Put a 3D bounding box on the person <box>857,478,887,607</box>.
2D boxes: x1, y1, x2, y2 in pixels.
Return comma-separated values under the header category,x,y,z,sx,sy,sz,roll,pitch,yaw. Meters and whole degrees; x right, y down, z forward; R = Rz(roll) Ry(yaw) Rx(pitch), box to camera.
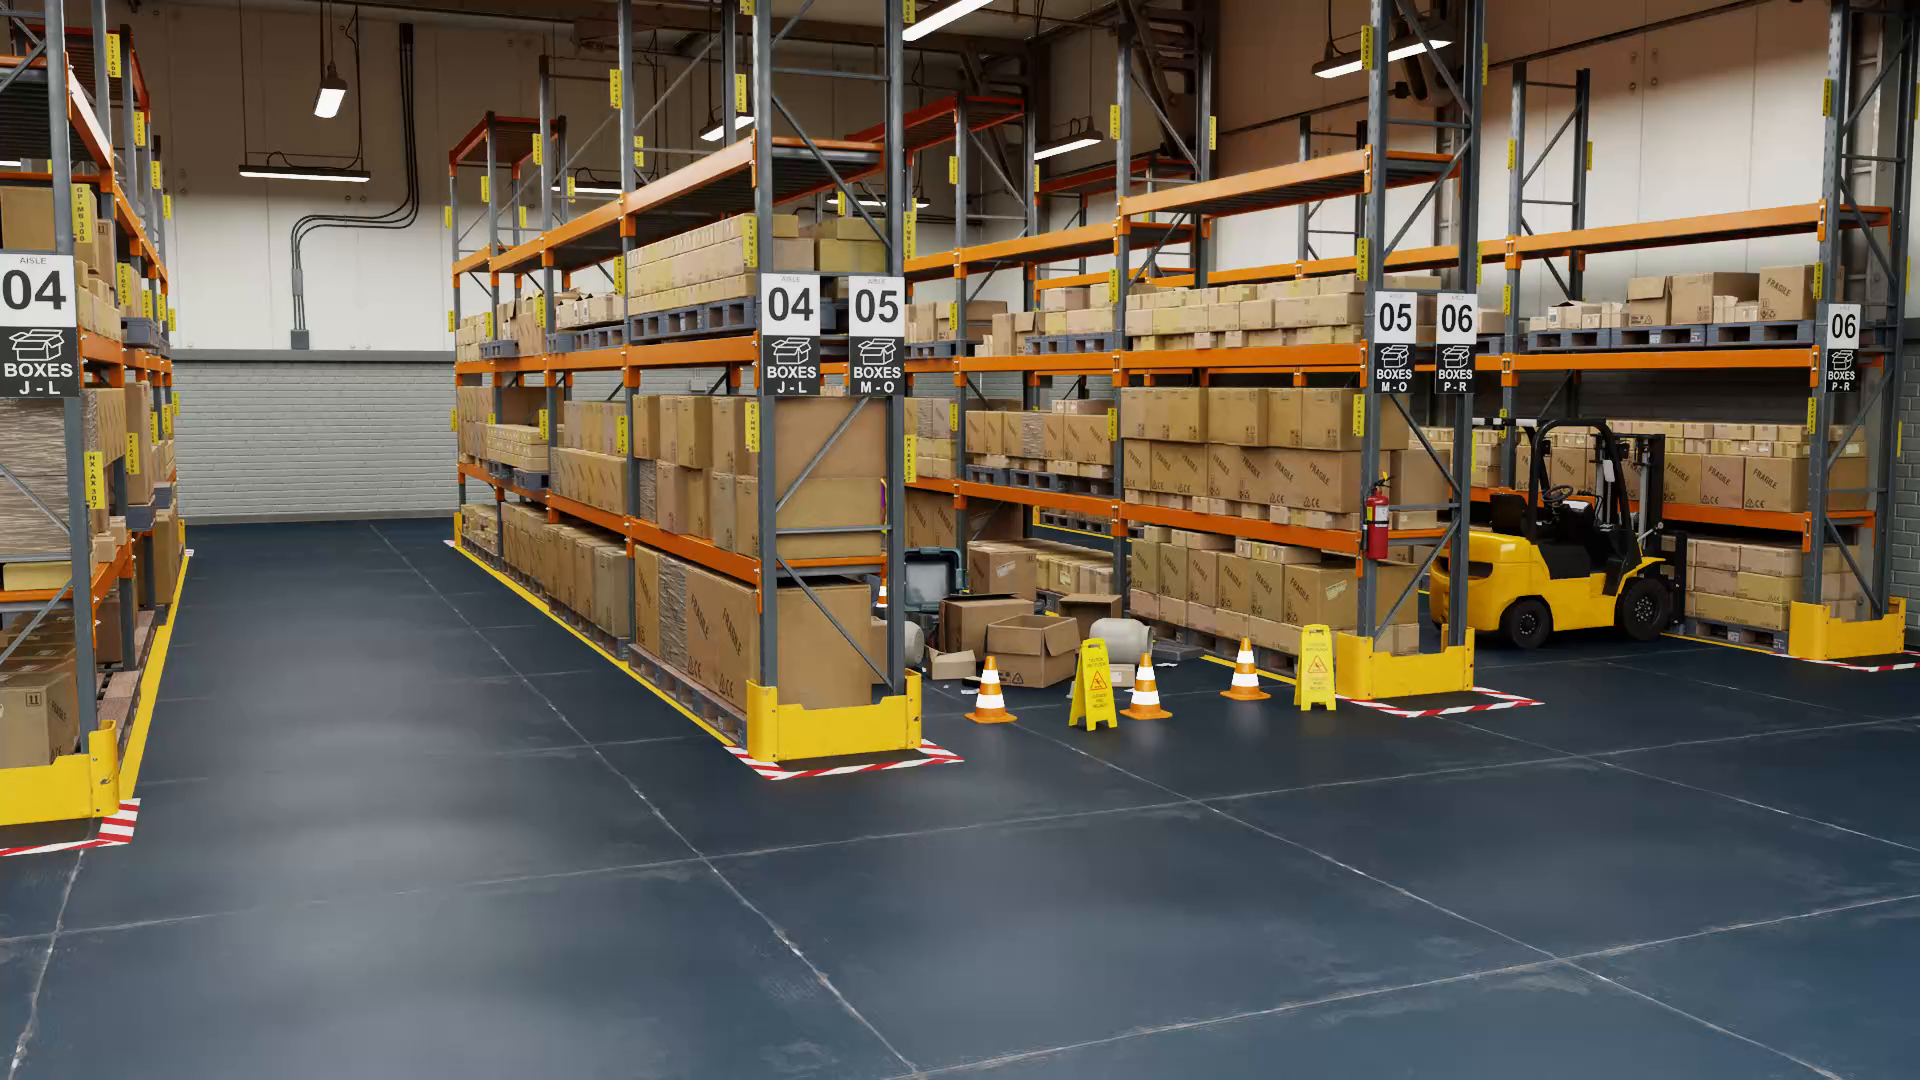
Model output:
category,x,y,z,sx,sy,sz,roll,pitch,yaw
person,-1.005,-0.082,18.051,0.463,1.759,0.625,-3,6,-26
